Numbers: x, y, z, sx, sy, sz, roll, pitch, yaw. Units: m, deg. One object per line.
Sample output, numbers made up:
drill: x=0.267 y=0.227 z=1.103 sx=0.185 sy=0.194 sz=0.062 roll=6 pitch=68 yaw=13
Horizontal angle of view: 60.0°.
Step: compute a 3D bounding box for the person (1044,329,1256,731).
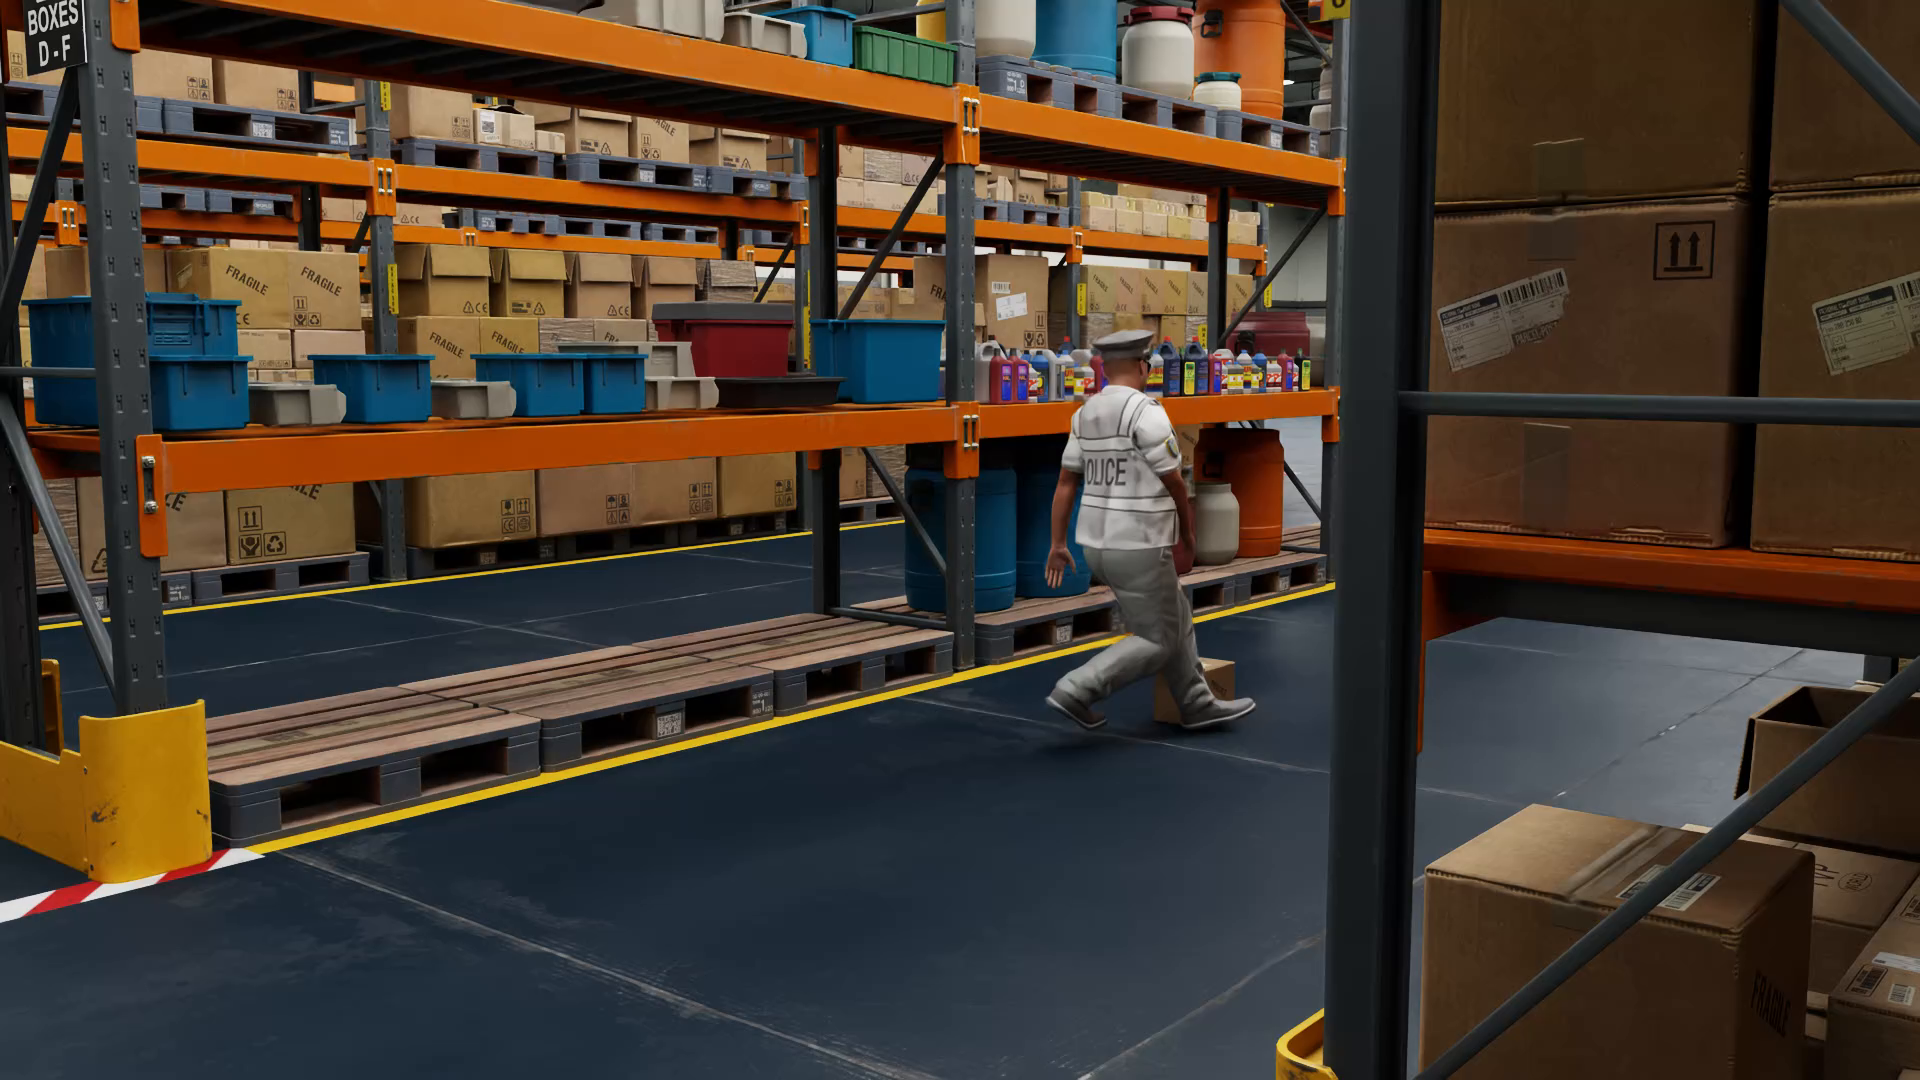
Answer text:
person: x=0.757 y=-0.015 z=6.720 sx=1.033 sy=1.657 sz=0.534 roll=-3 pitch=7 yaw=-25
